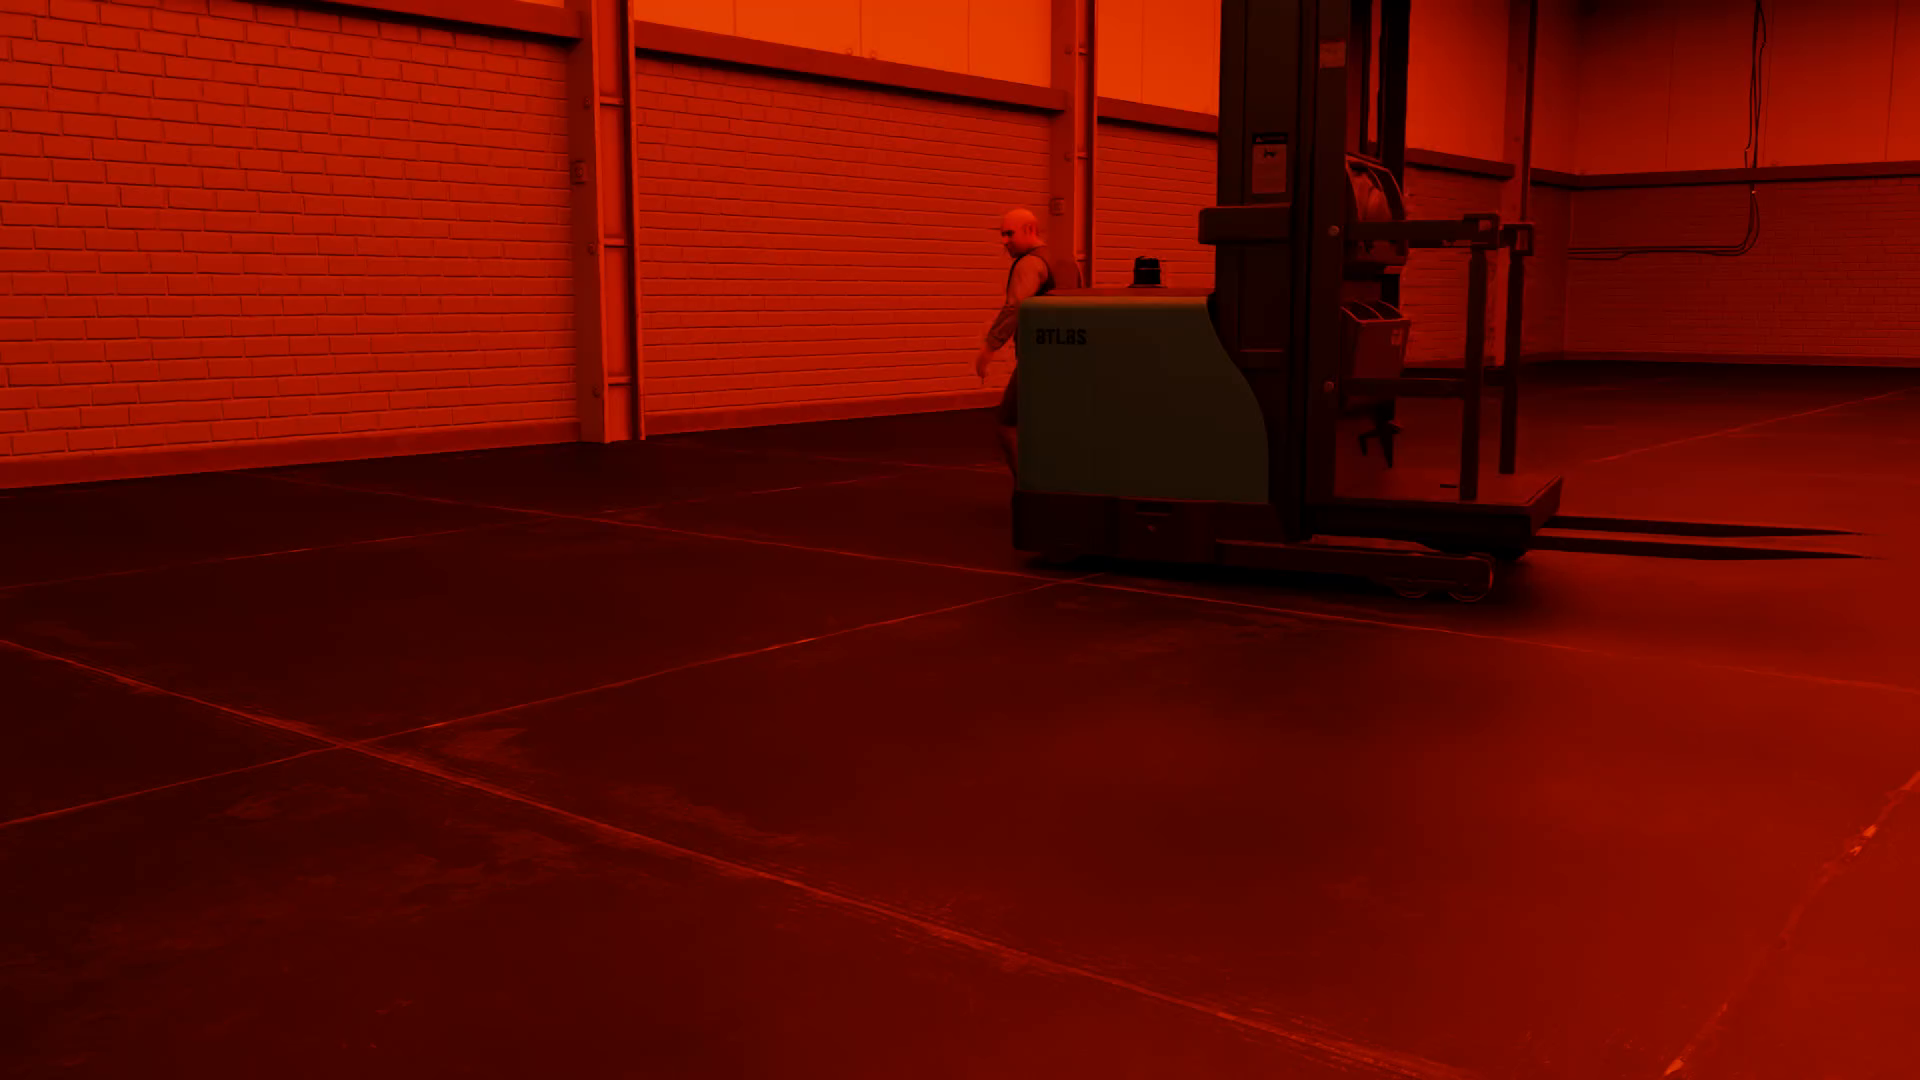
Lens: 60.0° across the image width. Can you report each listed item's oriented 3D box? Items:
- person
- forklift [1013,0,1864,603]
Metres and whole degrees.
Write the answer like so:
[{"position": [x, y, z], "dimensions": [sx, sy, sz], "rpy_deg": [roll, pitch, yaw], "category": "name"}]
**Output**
[{"position": [0.491, -0.920, 8.545], "dimensions": [0.891, 1.543, 0.575], "rpy_deg": [-8, 11, -42], "category": "person"}, {"position": [1.771, -1.315, 6.271], "dimensions": [3.031, 2.935, 1.130], "rpy_deg": [4, 9, 25], "category": "forklift"}]
